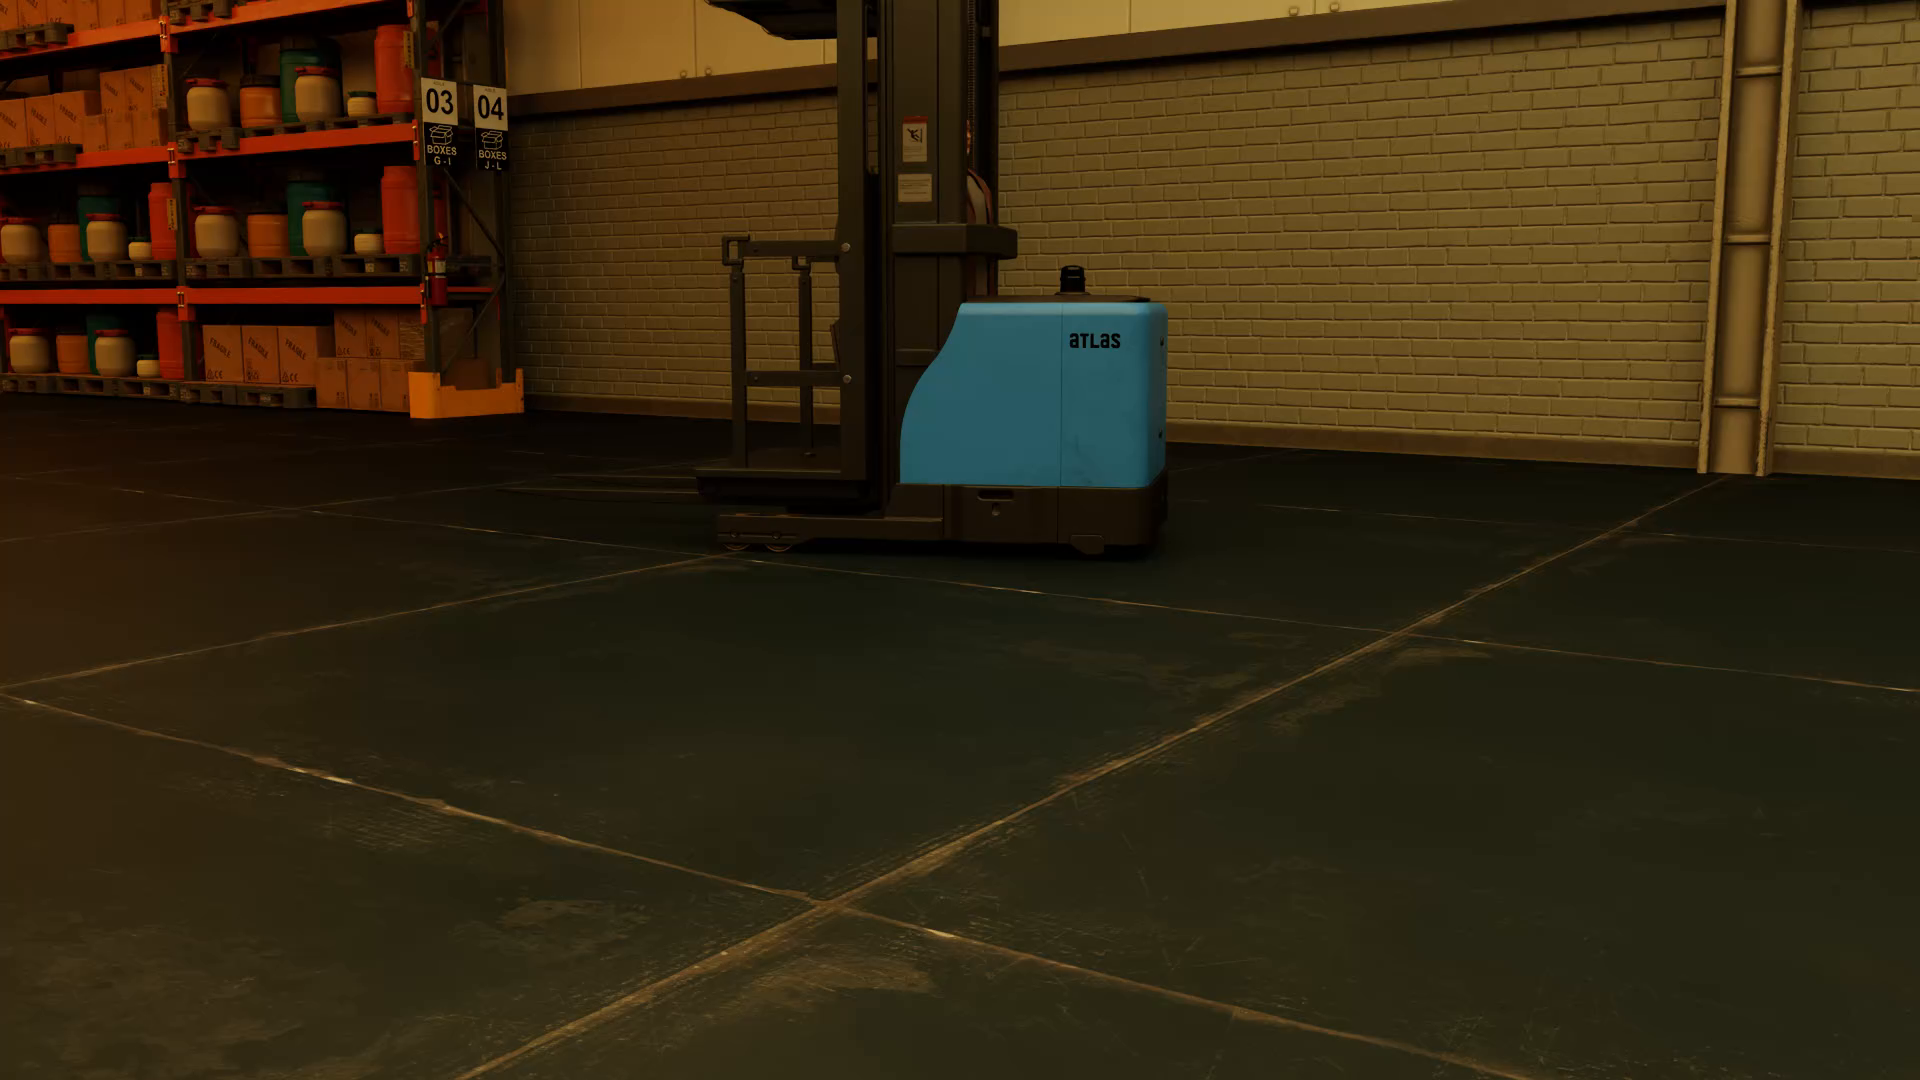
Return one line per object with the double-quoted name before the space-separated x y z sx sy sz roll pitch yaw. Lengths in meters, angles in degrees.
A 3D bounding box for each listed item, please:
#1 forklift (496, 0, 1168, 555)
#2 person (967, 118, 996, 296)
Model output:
"forklift" -0.596 -1.469 7.520 3.031 2.935 1.130 2 8 12
"person" -0.020 -1.077 7.453 0.334 1.709 0.548 5 10 34
